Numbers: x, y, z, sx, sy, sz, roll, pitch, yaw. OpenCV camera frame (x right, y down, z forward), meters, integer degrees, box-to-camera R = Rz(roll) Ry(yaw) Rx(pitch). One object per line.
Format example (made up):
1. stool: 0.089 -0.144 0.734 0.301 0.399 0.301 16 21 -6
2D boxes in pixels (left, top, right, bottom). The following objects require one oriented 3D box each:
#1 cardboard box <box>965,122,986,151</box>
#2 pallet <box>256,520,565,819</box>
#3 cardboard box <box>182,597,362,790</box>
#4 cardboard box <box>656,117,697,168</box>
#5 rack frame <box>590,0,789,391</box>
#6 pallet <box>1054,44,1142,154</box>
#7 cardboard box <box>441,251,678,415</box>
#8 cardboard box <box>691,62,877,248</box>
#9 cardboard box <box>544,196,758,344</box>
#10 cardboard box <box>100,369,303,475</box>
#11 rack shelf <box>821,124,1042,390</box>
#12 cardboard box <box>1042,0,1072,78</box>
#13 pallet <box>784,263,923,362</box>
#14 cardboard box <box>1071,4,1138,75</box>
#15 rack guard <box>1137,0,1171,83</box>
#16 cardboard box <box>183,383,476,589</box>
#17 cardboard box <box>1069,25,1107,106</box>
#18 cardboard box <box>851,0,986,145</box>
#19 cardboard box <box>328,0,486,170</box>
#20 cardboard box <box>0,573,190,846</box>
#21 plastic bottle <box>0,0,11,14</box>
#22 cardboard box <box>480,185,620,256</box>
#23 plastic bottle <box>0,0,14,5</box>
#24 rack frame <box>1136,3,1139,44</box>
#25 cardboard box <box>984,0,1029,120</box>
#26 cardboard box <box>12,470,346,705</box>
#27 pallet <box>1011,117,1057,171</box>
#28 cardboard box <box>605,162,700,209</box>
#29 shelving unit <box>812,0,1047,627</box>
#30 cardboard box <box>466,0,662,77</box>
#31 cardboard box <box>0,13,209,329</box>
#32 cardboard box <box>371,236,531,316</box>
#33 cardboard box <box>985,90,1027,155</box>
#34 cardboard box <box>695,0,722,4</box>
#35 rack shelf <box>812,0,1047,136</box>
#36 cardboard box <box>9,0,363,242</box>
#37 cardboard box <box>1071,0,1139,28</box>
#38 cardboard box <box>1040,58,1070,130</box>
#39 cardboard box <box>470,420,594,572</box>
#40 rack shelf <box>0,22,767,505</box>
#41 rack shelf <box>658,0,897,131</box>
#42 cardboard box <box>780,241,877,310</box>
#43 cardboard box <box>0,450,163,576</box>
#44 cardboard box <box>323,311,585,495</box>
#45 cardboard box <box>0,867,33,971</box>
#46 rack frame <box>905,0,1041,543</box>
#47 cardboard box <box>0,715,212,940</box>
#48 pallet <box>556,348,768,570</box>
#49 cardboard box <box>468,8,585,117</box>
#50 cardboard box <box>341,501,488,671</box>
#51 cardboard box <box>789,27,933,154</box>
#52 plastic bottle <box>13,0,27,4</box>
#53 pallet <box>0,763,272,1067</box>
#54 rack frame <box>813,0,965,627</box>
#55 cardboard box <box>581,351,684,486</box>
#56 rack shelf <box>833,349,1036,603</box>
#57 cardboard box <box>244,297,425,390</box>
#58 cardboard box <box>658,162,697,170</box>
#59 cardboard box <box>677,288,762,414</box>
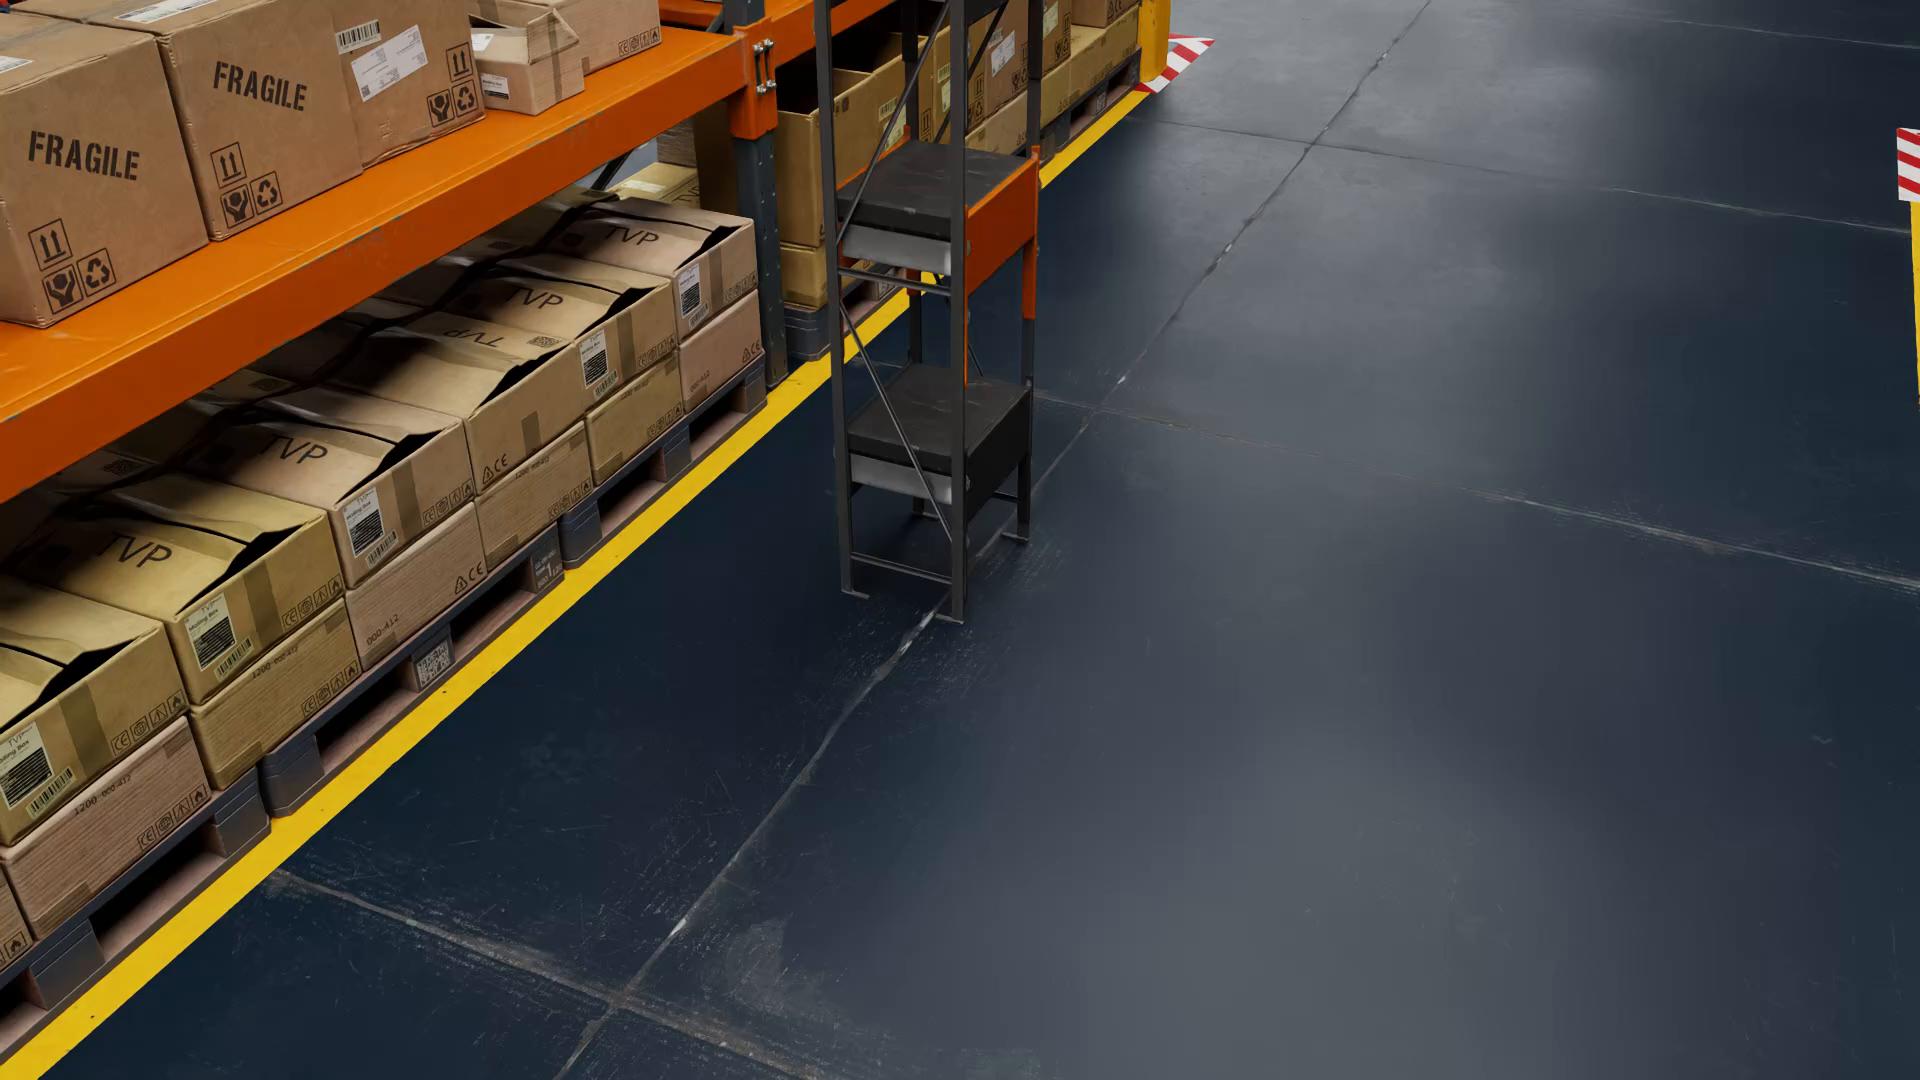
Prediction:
1. cardboard box: -0.218 -1.629 7.123 0.500 0.250 0.500 14 36 20
2. pallet: -1.897 0.206 4.743 1.003 0.211 1.213 14 36 20
3. cardboard box: -1.881 0.316 4.157 0.500 0.250 0.500 13 36 19
4. cardboard box: -0.900 -1.813 6.719 0.500 0.500 0.500 14 36 20
5. rack frame: -1.115 -1.946 5.482 1.000 3.000 0.127 14 36 20
6. pallet: 0.276 -2.381 8.689 1.003 0.211 1.213 14 36 20
7. cardboard box: -1.236 -0.678 5.162 0.500 0.311 0.500 15 36 22
8. cardboard box: -0.637 -1.444 6.158 0.500 0.500 0.500 14 36 20
9. cardboard box: -1.024 -0.939 5.559 0.500 0.311 0.500 14 36 20
10. cardboard box: -2.156 -0.291 4.572 0.500 0.311 0.500 15 36 22
11. rack shelf: -0.069 -0.784 4.556 0.431 0.518 0.480 14 36 20
12. cardboard box: 0.199 -2.440 7.677 0.500 0.500 0.500 14 36 20
13. pallet: -0.745 -1.166 6.836 1.003 0.211 1.213 14 36 20
14. cardboard box: 0.602 -2.629 8.648 0.500 0.250 0.500 14 36 20
15. rack guard: 0.568 -2.905 9.224 1.175 0.500 0.348 14 36 20
16. cardboard box: -1.661 -0.180 4.403 0.500 0.311 0.500 14 36 20
17. cardboard box: 0.404 -2.377 8.264 0.500 0.250 0.500 14 36 20
18. cardboard box: -0.219 -1.942 6.917 0.500 0.500 0.500 14 36 20
19. cardboard box: -1.672 -1.346 4.477 0.500 0.500 0.500 17 37 24
20. cardboard box: -2.091 0.329 3.626 0.500 0.311 0.500 13 36 19
21. plastic bottle: -4.819 -2.561 8.435 0.144 0.351 0.185 13 35 18
22. cardboard box: -1.514 -1.057 5.740 0.500 0.311 0.500 14 36 21
23. plastic bottle: -5.251 -2.966 9.125 0.097 0.271 0.097 0 33 0
24. rack frame: 0.558 -3.938 8.520 1.000 3.000 0.127 14 36 20
25. cardboard box: -0.011 -2.192 7.298 0.500 0.500 0.500 14 36 20
26. cardboard box: -1.875 0.076 4.012 0.500 0.311 0.500 13 35 19
27. pallet: -0.235 -1.776 7.766 1.003 0.211 1.213 14 36 20
28. cardboard box: -1.120 -1.253 6.549 0.500 0.250 0.500 14 36 20
29. shelving unit: -0.069 -0.796 4.549 0.431 2.100 0.503 14 36 20
30. cardboard box: -1.282 -1.628 5.134 0.500 0.250 0.500 17 37 23
31. cardboard box: -2.102 -0.835 3.696 0.500 0.500 0.500 12 35 18
32. cardboard box: -1.729 -0.809 5.362 0.500 0.311 0.500 14 36 20
33. cardboard box: -0.014 -1.879 7.505 0.500 0.250 0.500 14 36 20
34. cardboard box: -0.935 -2.210 5.794 0.700 0.500 0.500 13 36 19
35. rack shelf: -0.069 -1.370 4.172 0.431 0.518 0.480 14 36 20
36. cardboard box: -1.881 -1.097 4.096 0.500 0.500 0.500 14 36 21
37. cardboard box: 0.604 -2.942 8.442 0.500 0.500 0.500 14 36 20
38. cardboard box: 0.196 -2.128 7.884 0.500 0.250 0.500 14 36 20
39. cardboard box: -1.452 -0.192 4.932 0.500 0.250 0.500 15 36 22
40. rack shelf: -1.952 -0.649 4.160 1.077 0.370 4.000 14 36 20
41. rack shelf: -0.279 -2.641 7.198 1.077 0.370 4.000 14 36 20
42. cardboard box: -0.646 -1.133 6.367 0.500 0.250 0.500 14 36 20
43. cardboard box: -2.368 -0.042 4.192 0.500 0.311 0.500 14 36 20
44. cardboard box: -1.447 -0.430 4.783 0.500 0.311 0.500 14 36 20
45. cardboard box: -2.303 0.827 3.377 0.500 0.250 0.500 14 36 20
46. rack frame: 0.033 -0.917 4.734 0.400 2.100 0.015 14 36 20
47. cardboard box: -2.093 0.577 3.760 0.500 0.250 0.500 13 35 19
48. pallet: -1.388 -0.404 5.673 1.003 0.211 1.213 14 36 20
49. cardboard box: -1.316 -1.409 4.787 0.396 0.266 0.258 13 36 19
50. cardboard box: -1.667 0.061 4.546 0.500 0.250 0.500 15 36 21
51. cardboard box: -0.435 -1.695 6.540 0.500 0.500 0.500 14 36 20
52. plastic bottle: -5.208 -2.989 9.223 0.097 0.201 0.097 0 33 0
53. pallet: -2.409 0.812 3.820 1.003 0.211 1.213 14 36 20
54. rack frame: -0.171 -0.674 4.363 0.400 2.100 0.015 14 36 20
55. cardboard box: -1.239 -0.447 5.321 0.500 0.250 0.500 14 36 20
56. rack shelf: -0.069 -0.199 4.940 0.431 0.518 0.480 14 36 20
57. cardboard box: -1.944 -0.551 4.968 0.500 0.311 0.500 13 35 19
58. cardboard box: -0.902 -1.499 6.926 0.500 0.250 0.500 14 36 20
59. cardboard box: -1.025 -0.698 5.704 0.500 0.250 0.500 14 36 20
